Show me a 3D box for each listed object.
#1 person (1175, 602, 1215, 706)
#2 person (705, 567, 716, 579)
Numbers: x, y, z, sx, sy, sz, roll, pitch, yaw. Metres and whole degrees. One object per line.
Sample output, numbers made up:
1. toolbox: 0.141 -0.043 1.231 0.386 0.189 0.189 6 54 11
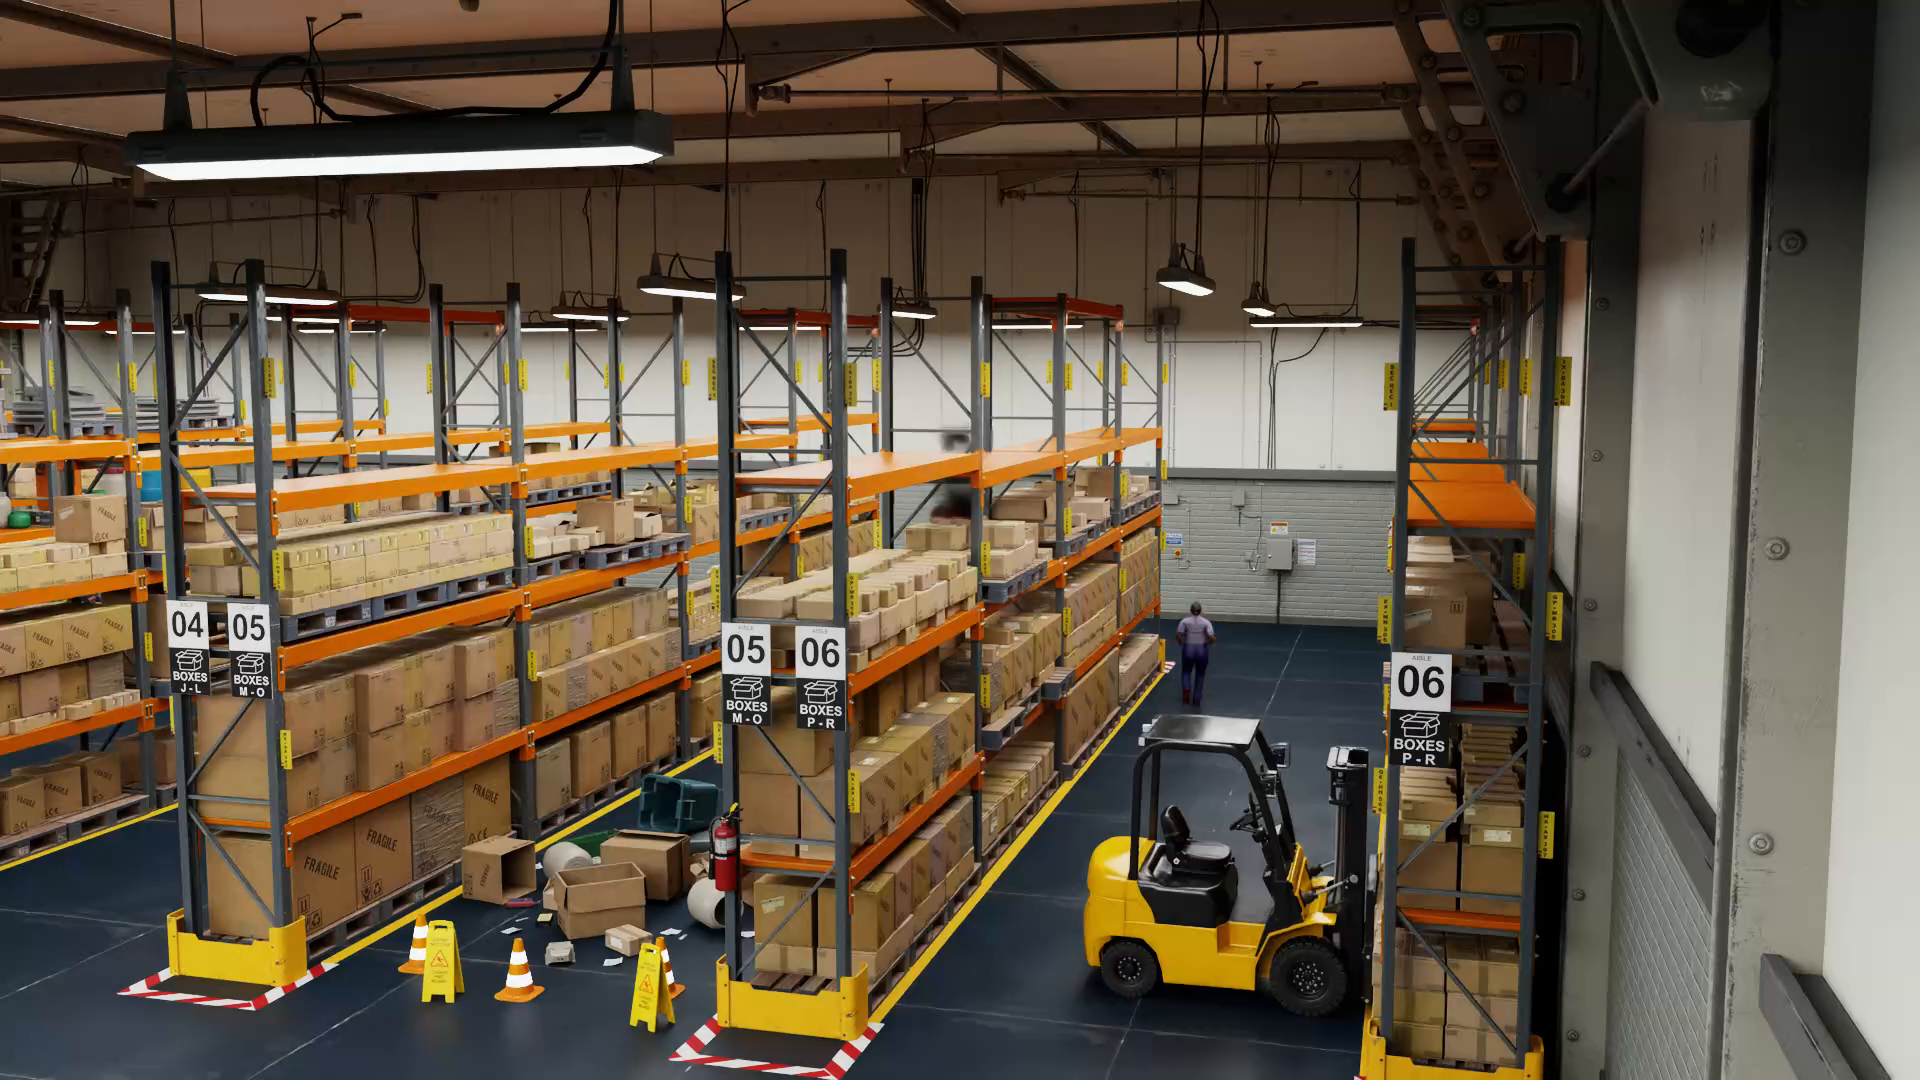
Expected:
1. person: 3.549 1.718 25.115 0.603 1.597 0.571 1 6 8
2. person: -4.154 1.325 28.213 0.739 1.764 0.862 3 7 27
